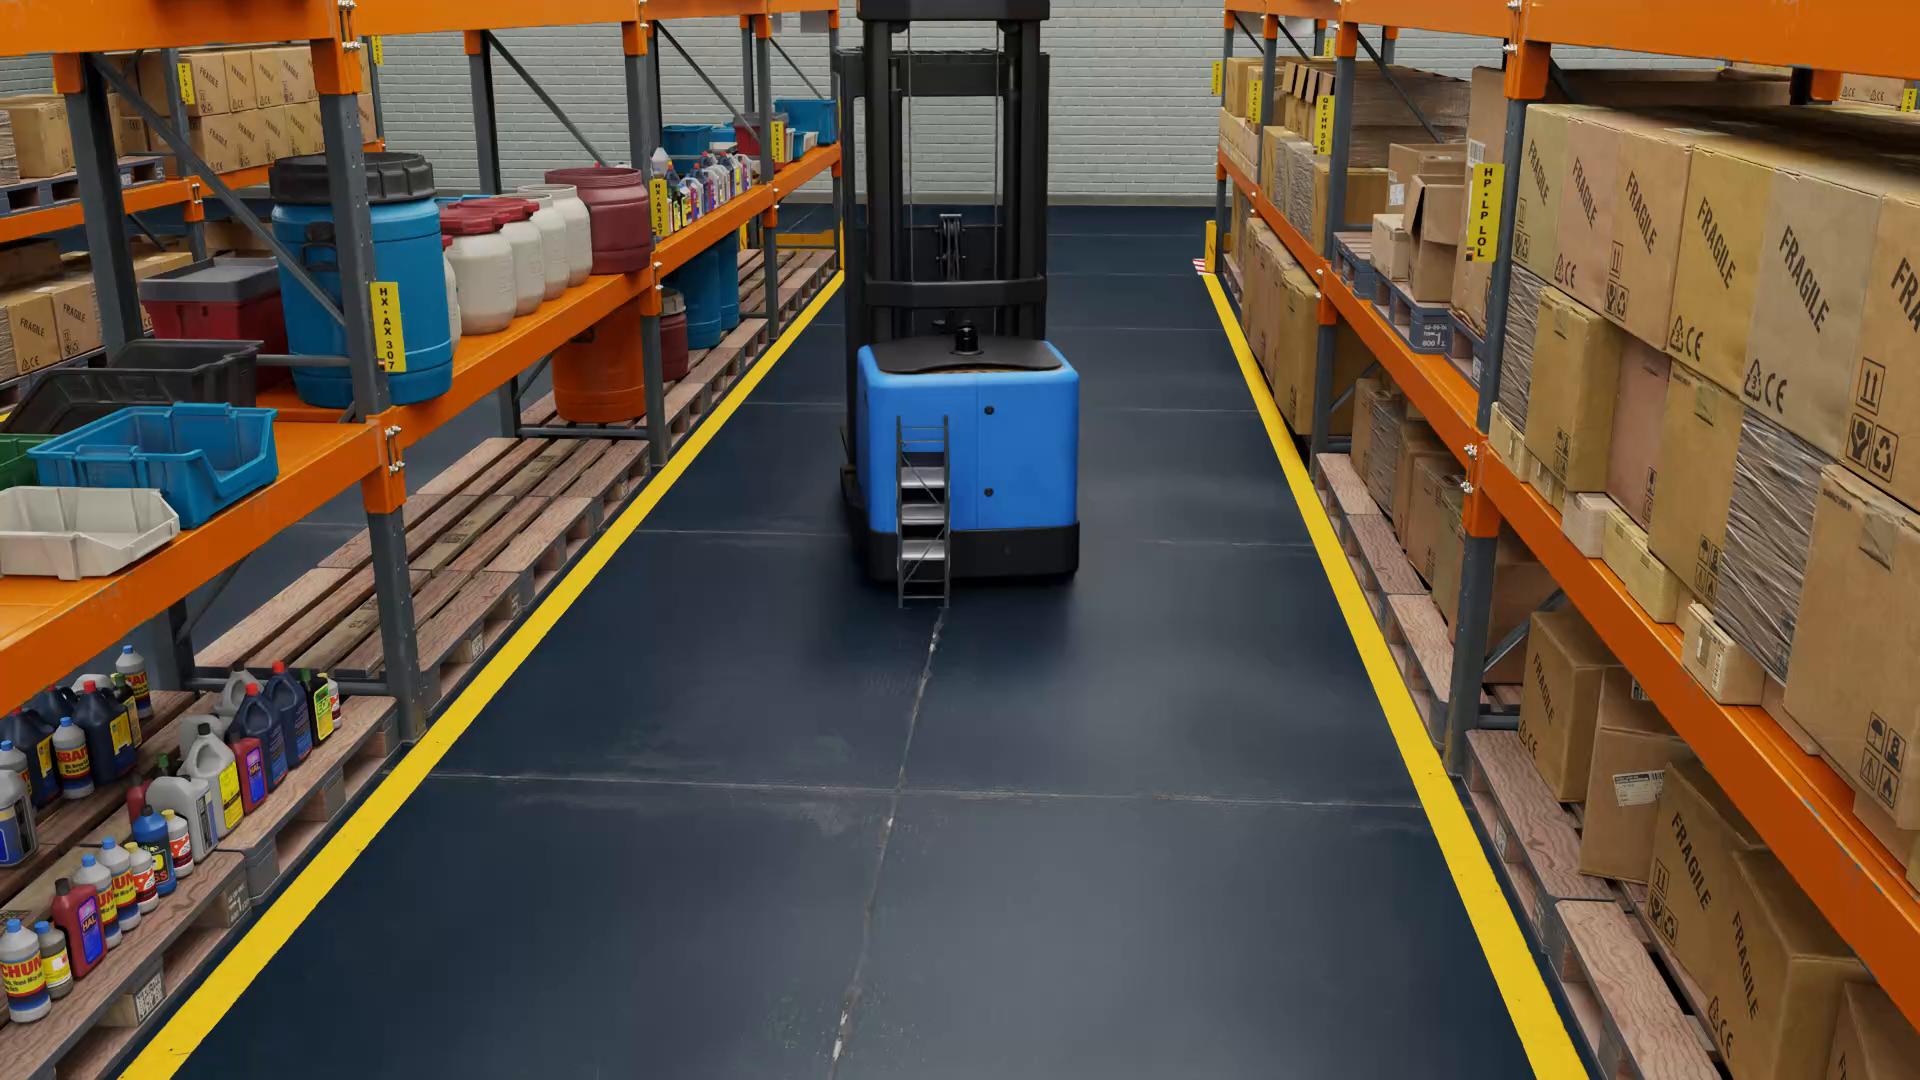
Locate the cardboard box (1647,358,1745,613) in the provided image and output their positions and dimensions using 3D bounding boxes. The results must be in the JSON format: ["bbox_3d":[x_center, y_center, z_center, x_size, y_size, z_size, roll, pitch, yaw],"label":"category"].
[{"bbox_3d":[2.149,-0.127,3.854,0.875,0.500,0.500,1,18,4],"label":"cardboard box"}]

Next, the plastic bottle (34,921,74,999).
[{"bbox_3d":[-2.452,1.122,4.470,0.097,0.201,0.097,0,18,0],"label":"plastic bottle"}]

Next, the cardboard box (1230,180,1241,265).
[{"bbox_3d":[3.221,-3.259,16.789,0.875,0.875,0.875,1,18,4],"label":"cardboard box"}]

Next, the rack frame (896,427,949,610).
[{"bbox_3d":[-0.172,-0.093,7.762,0.240,0.900,0.006,-1,20,-2],"label":"rack frame"}]

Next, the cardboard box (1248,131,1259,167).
[{"bbox_3d":[2.670,-3.240,13.757,0.500,0.250,0.500,1,18,3],"label":"cardboard box"}]

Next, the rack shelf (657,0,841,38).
[{"bbox_3d":[-1.897,-4.842,15.222,1.077,0.370,4.000,1,18,4],"label":"rack shelf"}]

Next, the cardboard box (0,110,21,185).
[{"bbox_3d":[-7.079,-2.732,11.609,0.700,0.500,0.500,5,19,14],"label":"cardboard box"}]

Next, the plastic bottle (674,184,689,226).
[{"bbox_3d":[-1.879,-2.254,11.190,0.097,0.271,0.097,0,18,0],"label":"plastic bottle"}]

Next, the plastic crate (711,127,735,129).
[{"bbox_3d":[-2.194,-3.851,16.030,0.416,0.233,0.300,1,18,4],"label":"plastic crate"}]

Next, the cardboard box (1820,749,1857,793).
[{"bbox_3d":[1.932,0.416,3.241,0.380,0.149,0.250,1,18,4],"label":"cardboard box"}]

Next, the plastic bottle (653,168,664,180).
[{"bbox_3d":[-2.354,-2.797,12.962,0.097,0.201,0.097,0,18,0],"label":"plastic bottle"}]

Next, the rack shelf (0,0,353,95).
[{"bbox_3d":[-2.757,-1.115,3.848,1.077,0.370,4.000,1,18,4],"label":"rack shelf"}]

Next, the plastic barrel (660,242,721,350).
[{"bbox_3d":[-2.147,-1.952,12.757,0.600,0.901,0.708,1,18,4],"label":"plastic barrel"}]

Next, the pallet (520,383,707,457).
[{"bbox_3d":[-2.312,-0.816,11.074,1.003,0.211,1.213,1,18,4],"label":"pallet"}]

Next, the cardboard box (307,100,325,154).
[{"bbox_3d":[-6.529,-4.078,16.391,0.500,0.500,0.500,1,18,4],"label":"cardboard box"}]

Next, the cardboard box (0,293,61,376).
[{"bbox_3d":[-6.877,-1.482,11.935,0.500,0.500,0.500,1,18,3],"label":"cardboard box"}]

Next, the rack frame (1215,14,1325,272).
[{"bbox_3d":[3.187,-4.269,17.135,1.000,3.000,0.127,1,18,4],"label":"rack frame"}]

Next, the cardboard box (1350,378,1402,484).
[{"bbox_3d":[2.585,-0.597,9.237,0.700,0.500,0.500,0,18,1],"label":"cardboard box"}]

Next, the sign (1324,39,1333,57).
[{"bbox_3d":[3.727,-4.916,16.868,0.100,0.325,0.005,1,18,4],"label":"sign"}]

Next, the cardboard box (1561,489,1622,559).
[{"bbox_3d":[1.922,-0.053,4.670,0.380,0.149,0.250,1,18,4],"label":"cardboard box"}]

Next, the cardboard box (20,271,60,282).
[{"bbox_3d":[-7.329,-1.805,12.922,0.500,0.500,0.500,2,18,5],"label":"cardboard box"}]

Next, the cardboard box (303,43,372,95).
[{"bbox_3d":[-6.452,-4.870,17.202,0.500,0.500,0.500,1,18,3],"label":"cardboard box"}]

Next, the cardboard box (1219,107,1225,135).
[{"bbox_3d":[2.883,-4.196,16.676,0.500,0.250,0.500,1,18,2],"label":"cardboard box"}]

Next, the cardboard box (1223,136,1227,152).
[{"bbox_3d":[2.797,-3.888,16.375,0.380,0.149,0.250,1,18,3],"label":"cardboard box"}]

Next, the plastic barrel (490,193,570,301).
[{"bbox_3d":[-2.218,-1.493,8.484,0.421,0.512,0.421,0,18,0],"label":"plastic barrel"}]

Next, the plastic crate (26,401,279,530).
[{"bbox_3d":[-2.422,-0.233,5.054,0.499,0.251,0.616,1,18,4],"label":"plastic crate"}]

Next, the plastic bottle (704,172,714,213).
[{"bbox_3d":[-1.806,-2.496,11.910,0.061,0.283,0.133,1,18,4],"label":"plastic bottle"}]

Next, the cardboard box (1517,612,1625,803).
[{"bbox_3d":[2.258,0.569,5.709,0.500,0.500,0.500,1,18,2],"label":"cardboard box"}]

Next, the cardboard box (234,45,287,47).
[{"bbox_3d":[-7.019,-4.720,16.744,0.500,0.500,0.500,1,18,4],"label":"cardboard box"}]

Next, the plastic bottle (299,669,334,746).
[{"bbox_3d":[-2.319,0.585,5.975,0.061,0.283,0.133,2,18,7],"label":"plastic bottle"}]

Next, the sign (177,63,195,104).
[{"bbox_3d":[-6.427,-3.788,13.808,0.100,0.325,0.005,1,18,4],"label":"sign"}]

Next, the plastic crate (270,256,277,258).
[{"bbox_3d":[-2.845,-0.995,7.168,0.392,0.384,0.575,1,18,4],"label":"plastic crate"}]

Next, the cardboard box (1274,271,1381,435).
[{"bbox_3d":[2.683,-1.189,10.471,1.225,0.875,0.875,0,18,1],"label":"cardboard box"}]

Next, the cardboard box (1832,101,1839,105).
[{"bbox_3d":[7.668,-3.546,14.290,0.500,0.500,0.500,1,18,4],"label":"cardboard box"}]

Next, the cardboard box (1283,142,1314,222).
[{"bbox_3d":[2.514,-2.465,11.469,0.500,0.500,0.500,2,18,5],"label":"cardboard box"}]

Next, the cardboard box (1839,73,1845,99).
[{"bbox_3d":[7.686,-4.020,14.131,0.500,0.500,0.500,2,18,5],"label":"cardboard box"}]

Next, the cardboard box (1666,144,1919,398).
[{"bbox_3d":[1.945,-0.606,3.712,0.500,0.500,0.500,1,18,4],"label":"cardboard box"}]

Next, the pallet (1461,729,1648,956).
[{"bbox_3d":[2.313,0.992,5.557,1.003,0.211,1.213,1,18,4],"label":"pallet"}]

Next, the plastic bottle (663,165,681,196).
[{"bbox_3d":[-2.020,-2.441,11.634,0.144,0.351,0.185,1,18,4],"label":"plastic bottle"}]

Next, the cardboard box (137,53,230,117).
[{"bbox_3d":[-6.666,-3.912,14.279,0.500,0.500,0.500,2,18,5],"label":"cardboard box"}]

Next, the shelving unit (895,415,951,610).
[{"bbox_3d":[-0.175,-0.128,7.857,0.258,0.900,0.210,-1,20,-2],"label":"shelving unit"}]

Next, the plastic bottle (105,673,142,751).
[{"bbox_3d":[-2.964,0.621,5.866,0.061,0.283,0.133,1,18,4],"label":"plastic bottle"}]

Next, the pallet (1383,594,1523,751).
[{"bbox_3d":[2.381,0.541,6.934,1.003,0.211,1.213,1,18,4],"label":"pallet"}]

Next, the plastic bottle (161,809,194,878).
[{"bbox_3d":[-2.406,0.922,5.080,0.097,0.201,0.097,0,18,0],"label":"plastic bottle"}]

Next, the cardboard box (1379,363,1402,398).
[{"bbox_3d":[2.595,-0.954,9.120,0.500,0.250,0.500,2,18,6],"label":"cardboard box"}]

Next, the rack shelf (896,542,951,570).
[{"bbox_3d":[-0.175,0.072,7.931,0.258,0.077,0.200,-1,20,-2],"label":"rack shelf"}]

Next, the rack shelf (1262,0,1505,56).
[{"bbox_3d":[2.757,-3.490,11.093,1.077,0.370,4.000,1,18,4],"label":"rack shelf"}]

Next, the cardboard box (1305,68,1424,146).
[{"bbox_3d":[2.773,-2.946,11.326,0.797,0.503,0.637,2,18,6],"label":"cardboard box"}]

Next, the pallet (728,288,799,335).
[{"bbox_3d":[-2.026,-2.042,14.815,1.003,0.211,1.213,1,18,4],"label":"pallet"}]

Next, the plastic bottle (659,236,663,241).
[{"bbox_3d":[-1.931,-1.994,10.509,0.097,0.201,0.097,0,18,0],"label":"plastic bottle"}]

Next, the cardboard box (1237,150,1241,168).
[{"bbox_3d":[2.687,-3.409,14.913,0.380,0.149,0.250,1,18,3],"label":"cardboard box"}]

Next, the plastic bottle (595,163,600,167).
[{"bbox_3d":[-2.566,-2.509,11.843,0.144,0.351,0.185,1,18,4],"label":"plastic bottle"}]

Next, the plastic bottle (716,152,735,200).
[{"bbox_3d":[-1.793,-2.764,12.620,0.144,0.351,0.185,1,18,4],"label":"plastic bottle"}]

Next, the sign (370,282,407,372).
[{"bbox_3d":[-2.066,-0.769,6.008,0.100,0.325,0.005,1,18,4],"label":"sign"}]

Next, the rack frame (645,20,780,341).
[{"bbox_3d":[-2.040,-3.138,13.681,1.000,3.000,0.127,1,18,4],"label":"rack frame"}]

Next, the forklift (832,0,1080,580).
[{"bbox_3d":[-0.112,-1.611,9.134,1.130,2.935,3.031,-2,18,-7],"label":"forklift"}]

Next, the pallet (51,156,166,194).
[{"bbox_3d":[-7.147,-2.912,13.302,1.003,0.211,1.213,1,18,4],"label":"pallet"}]
